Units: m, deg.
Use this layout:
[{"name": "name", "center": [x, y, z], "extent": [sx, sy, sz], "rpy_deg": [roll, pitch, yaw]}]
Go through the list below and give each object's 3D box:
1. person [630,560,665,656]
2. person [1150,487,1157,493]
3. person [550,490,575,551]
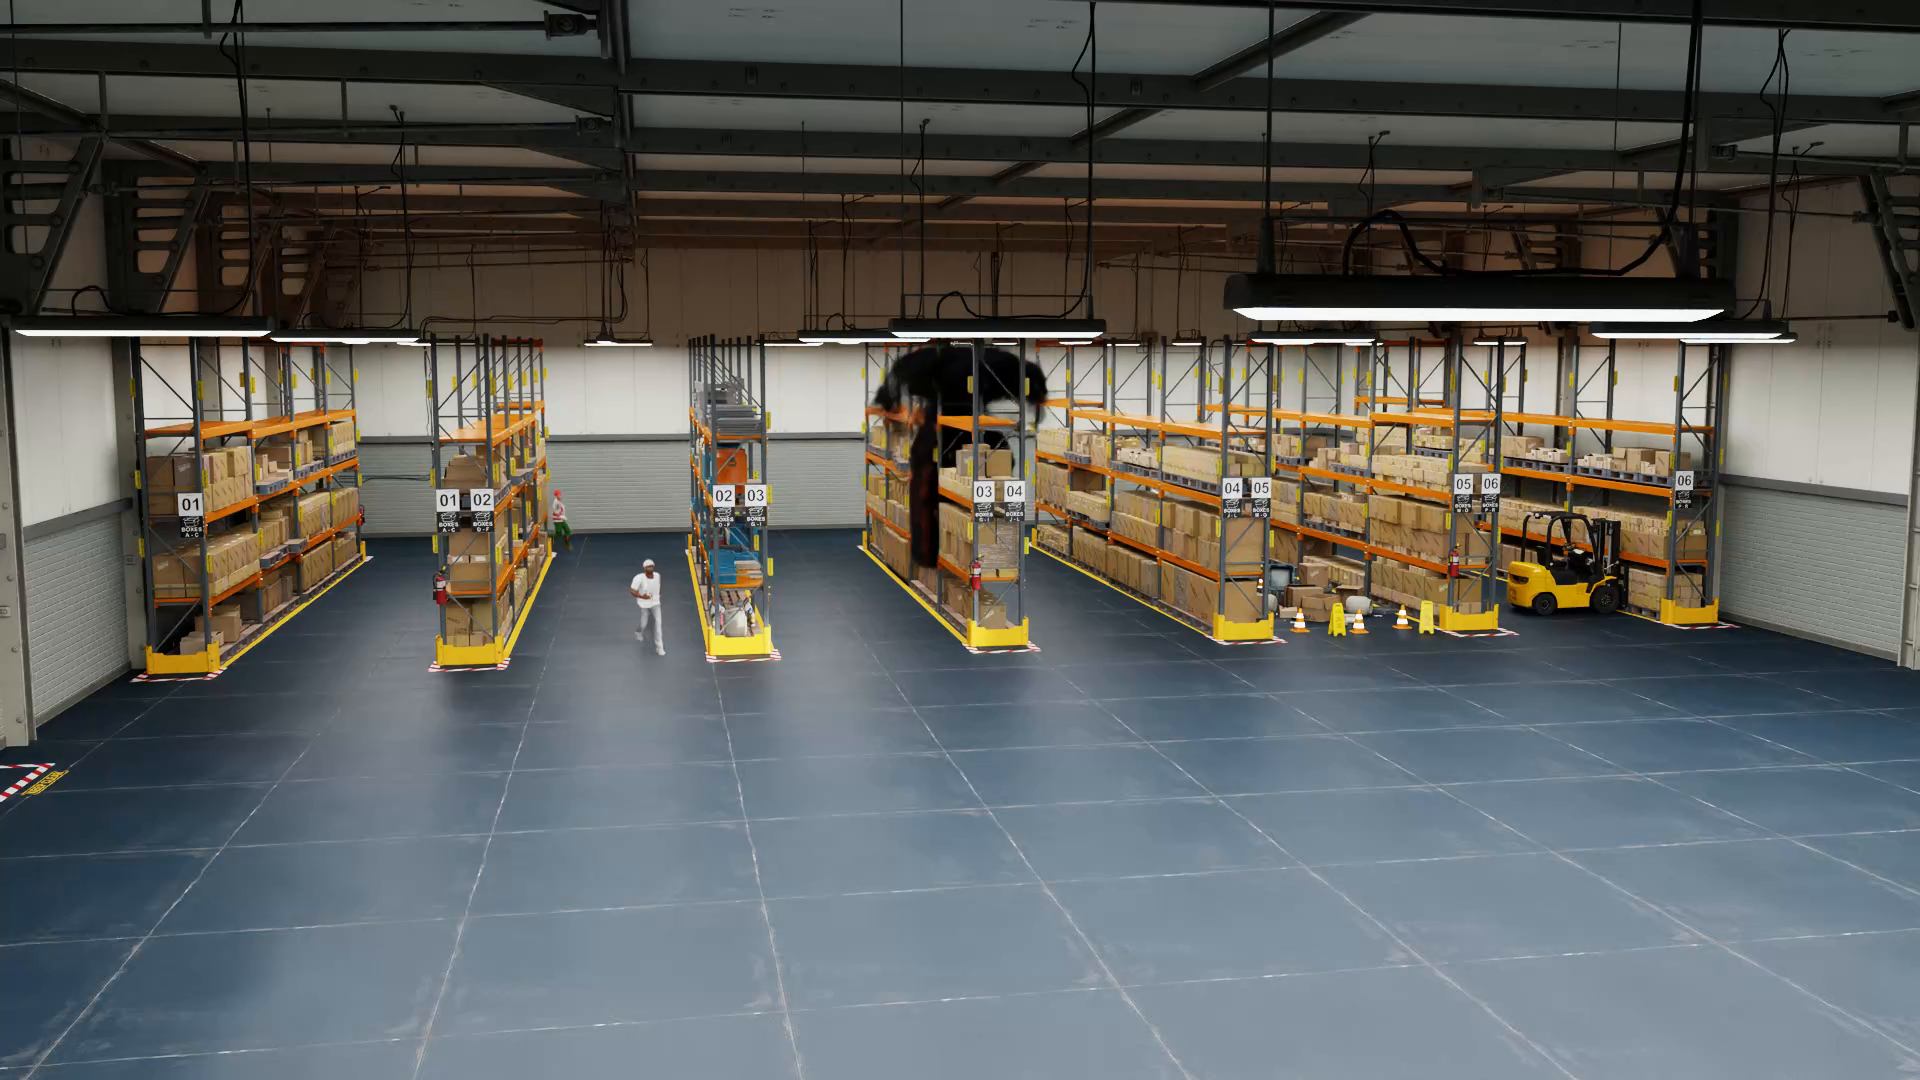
[{"name": "person", "center": [-5.931, 1.250, 31.512], "extent": [0.663, 1.776, 1.140], "rpy_deg": [-4, 7, -28]}, {"name": "person", "center": [5.929, -1.034, 51.873], "extent": [0.558, 1.657, 0.557], "rpy_deg": [-4, 8, -32]}, {"name": "person", "center": [-11.423, -0.533, 47.247], "extent": [0.865, 1.787, 0.704], "rpy_deg": [0, 7, 0]}]
